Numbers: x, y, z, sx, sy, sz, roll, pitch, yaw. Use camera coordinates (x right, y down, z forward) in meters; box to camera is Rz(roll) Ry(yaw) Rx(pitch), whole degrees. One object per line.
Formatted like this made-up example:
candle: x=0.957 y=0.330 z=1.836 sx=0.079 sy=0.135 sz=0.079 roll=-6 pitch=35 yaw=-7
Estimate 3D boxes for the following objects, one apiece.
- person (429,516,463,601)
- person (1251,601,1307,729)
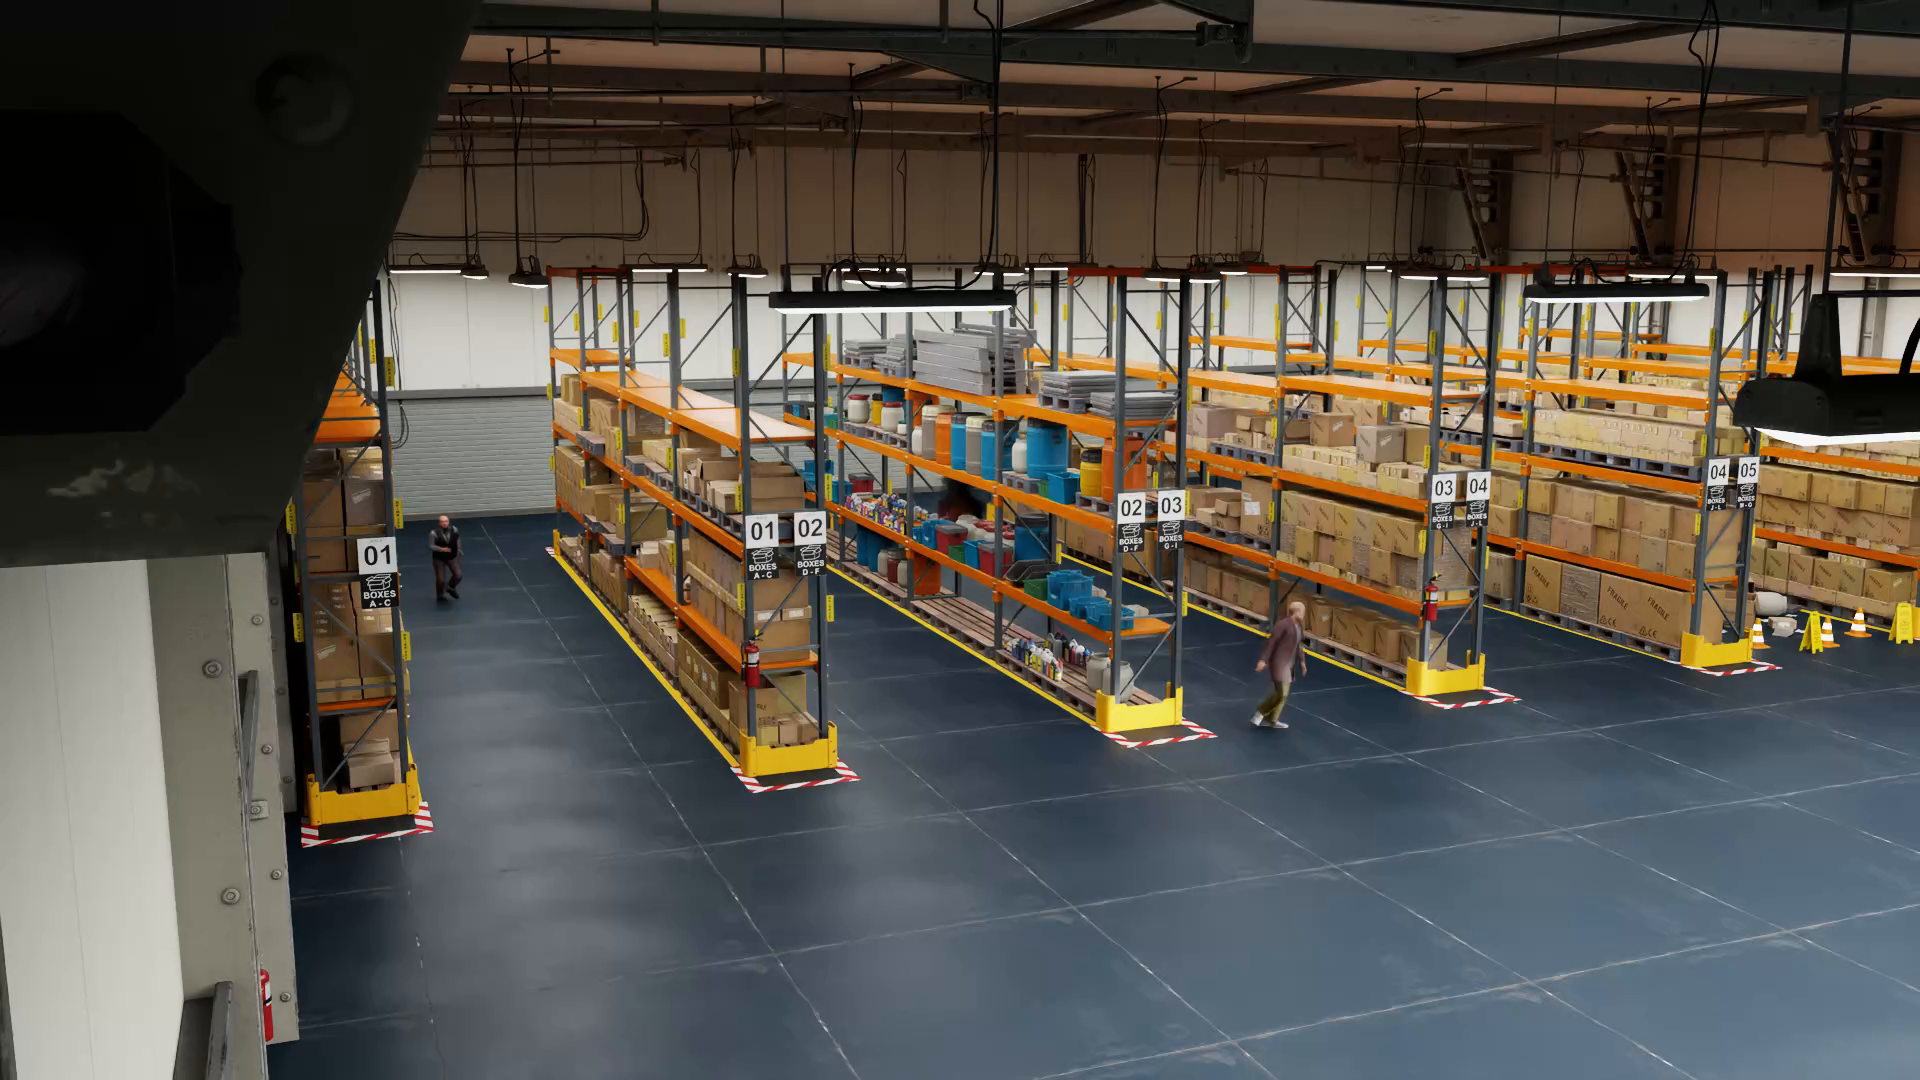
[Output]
person: x=-9.291 y=0.335 z=30.058 sx=0.660 sy=1.614 sz=0.861 roll=-7 pitch=12 yaw=-34
person: x=4.258 y=1.663 z=22.131 sx=0.560 sy=1.743 sz=0.744 roll=8 pitch=13 yaw=39
